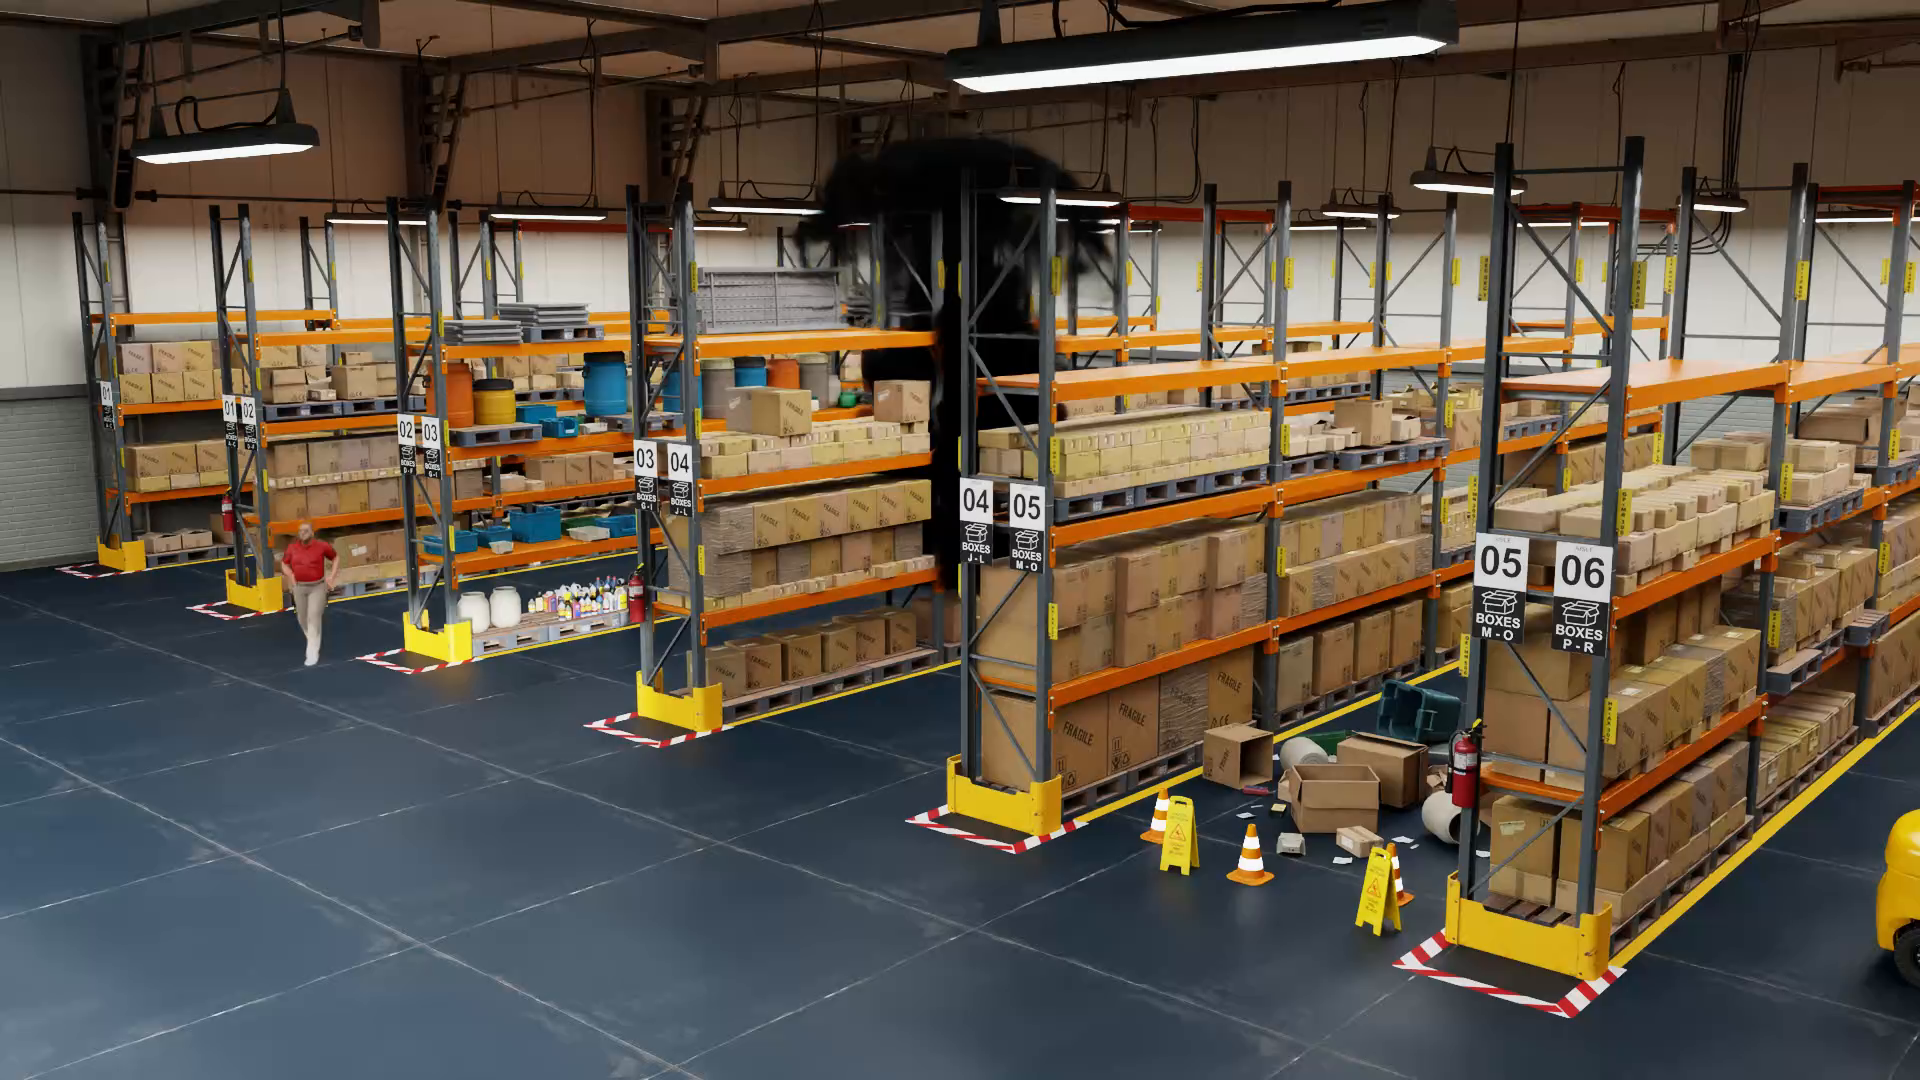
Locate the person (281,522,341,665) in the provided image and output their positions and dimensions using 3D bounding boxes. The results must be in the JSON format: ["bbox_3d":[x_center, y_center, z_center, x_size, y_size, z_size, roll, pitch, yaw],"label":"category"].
[{"bbox_3d":[-8.118,0.649,20.806,0.688,1.774,0.804,-1,10,-6],"label":"person"}]
